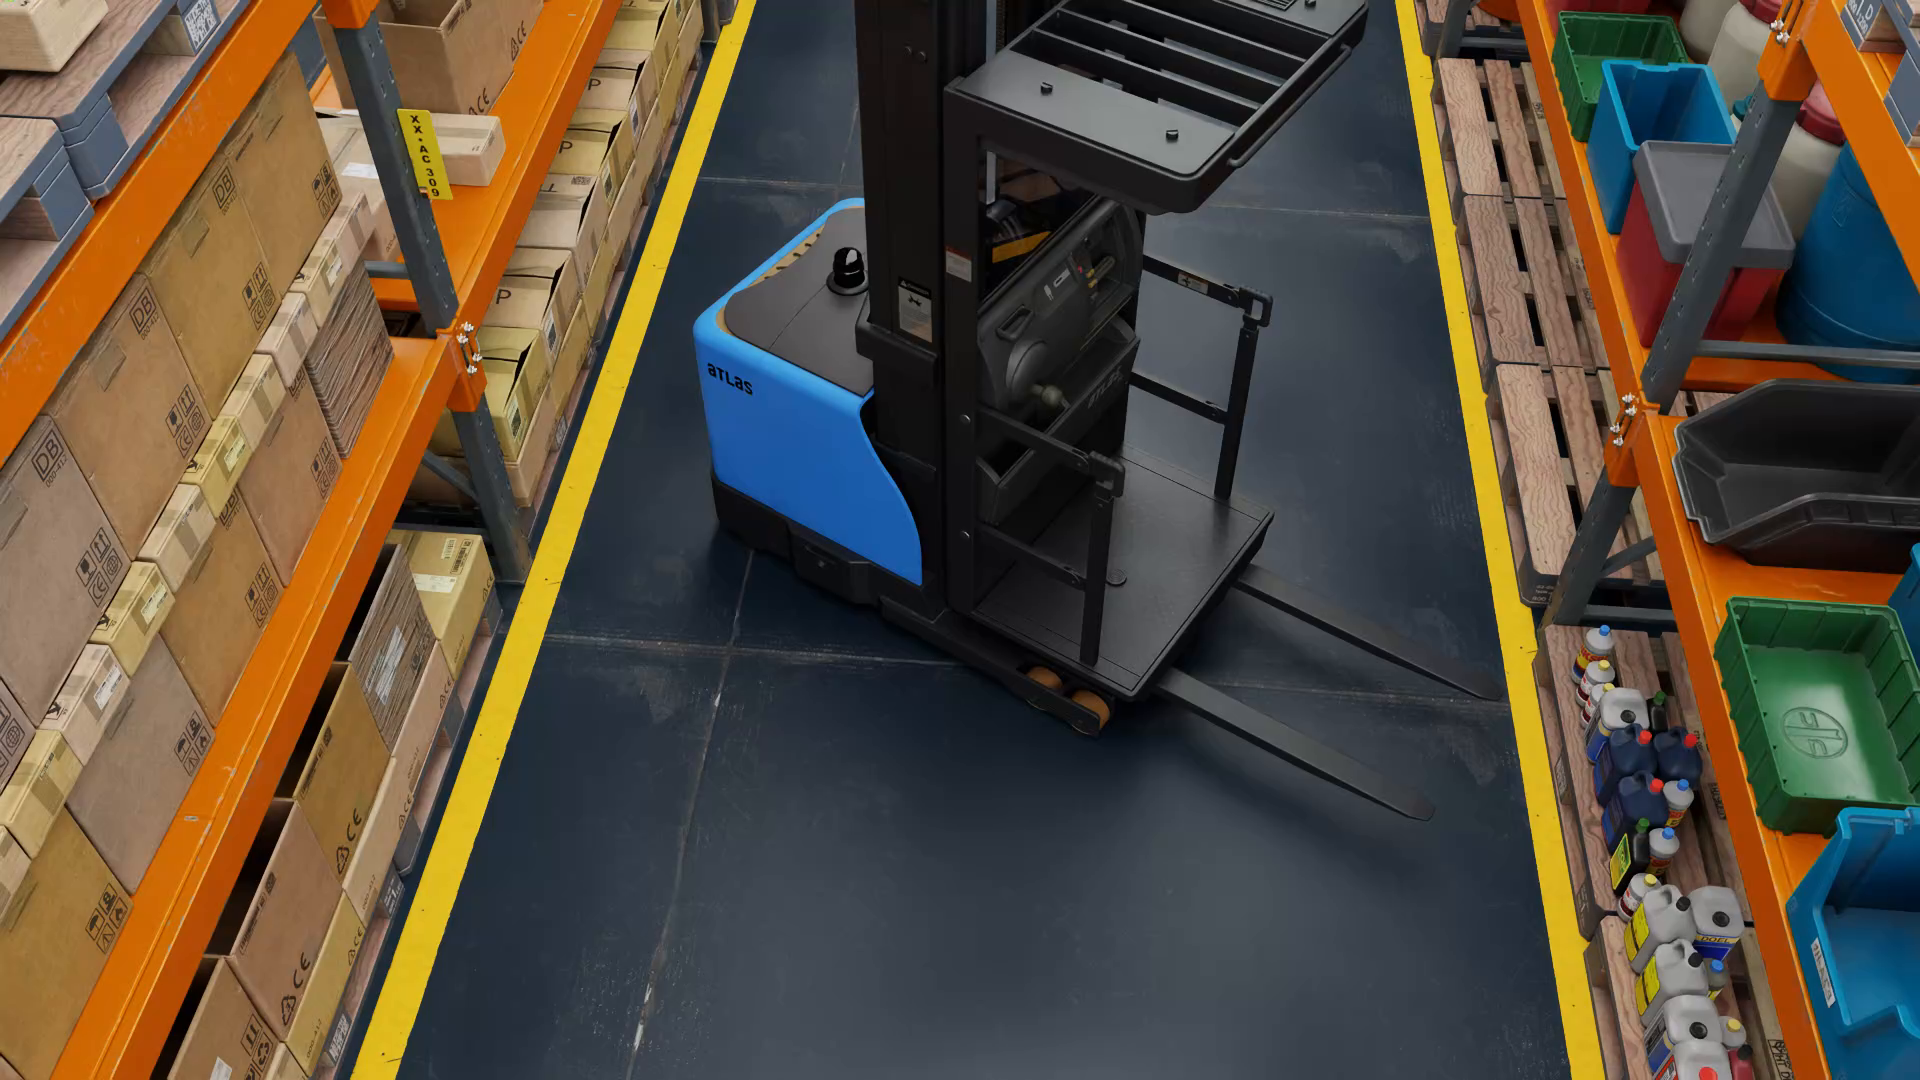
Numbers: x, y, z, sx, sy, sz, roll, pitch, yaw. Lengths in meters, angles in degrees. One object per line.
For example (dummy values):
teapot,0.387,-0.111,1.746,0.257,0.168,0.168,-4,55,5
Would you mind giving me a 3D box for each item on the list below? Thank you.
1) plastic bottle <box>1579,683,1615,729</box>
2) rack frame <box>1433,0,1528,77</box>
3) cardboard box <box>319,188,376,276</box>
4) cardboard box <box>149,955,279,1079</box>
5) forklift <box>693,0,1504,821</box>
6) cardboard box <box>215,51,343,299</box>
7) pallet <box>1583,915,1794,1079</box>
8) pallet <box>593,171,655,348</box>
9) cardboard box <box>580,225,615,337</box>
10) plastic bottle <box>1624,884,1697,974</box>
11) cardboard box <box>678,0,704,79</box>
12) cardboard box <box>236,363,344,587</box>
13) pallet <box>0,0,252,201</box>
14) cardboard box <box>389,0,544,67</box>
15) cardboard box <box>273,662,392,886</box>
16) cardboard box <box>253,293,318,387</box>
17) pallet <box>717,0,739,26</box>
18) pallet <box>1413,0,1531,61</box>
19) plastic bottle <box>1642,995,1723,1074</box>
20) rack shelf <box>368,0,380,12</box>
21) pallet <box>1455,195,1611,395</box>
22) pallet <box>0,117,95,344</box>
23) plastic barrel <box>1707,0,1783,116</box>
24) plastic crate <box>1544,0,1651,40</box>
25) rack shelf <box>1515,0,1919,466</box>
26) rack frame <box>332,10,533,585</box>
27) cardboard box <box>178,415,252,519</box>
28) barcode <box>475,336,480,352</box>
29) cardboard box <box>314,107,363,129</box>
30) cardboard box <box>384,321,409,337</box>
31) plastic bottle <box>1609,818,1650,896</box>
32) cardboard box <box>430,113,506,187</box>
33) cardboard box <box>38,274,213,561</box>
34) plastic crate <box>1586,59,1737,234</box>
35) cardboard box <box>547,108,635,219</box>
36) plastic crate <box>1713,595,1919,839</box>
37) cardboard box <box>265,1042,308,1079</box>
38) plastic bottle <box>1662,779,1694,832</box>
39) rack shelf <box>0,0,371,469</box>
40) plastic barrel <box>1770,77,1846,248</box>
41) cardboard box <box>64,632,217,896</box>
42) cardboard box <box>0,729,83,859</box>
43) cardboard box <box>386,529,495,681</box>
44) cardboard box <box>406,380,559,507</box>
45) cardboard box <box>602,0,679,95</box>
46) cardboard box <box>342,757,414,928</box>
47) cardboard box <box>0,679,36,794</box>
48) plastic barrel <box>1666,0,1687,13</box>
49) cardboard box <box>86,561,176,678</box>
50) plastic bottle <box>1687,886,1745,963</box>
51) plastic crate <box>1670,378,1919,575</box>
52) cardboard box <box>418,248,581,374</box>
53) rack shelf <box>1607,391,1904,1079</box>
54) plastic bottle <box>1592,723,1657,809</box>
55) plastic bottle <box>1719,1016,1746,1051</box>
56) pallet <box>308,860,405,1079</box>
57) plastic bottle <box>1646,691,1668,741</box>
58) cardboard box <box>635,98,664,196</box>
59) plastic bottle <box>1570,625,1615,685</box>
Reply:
plastic bottle,2.233,0.573,5.791,0.097,0.201,0.097,0,48,0
rack frame,3.082,-3.516,7.933,1.000,3.000,0.127,4,48,4
cardboard box,-2.026,-0.951,5.080,0.380,0.149,0.250,4,48,3
cardboard box,-2.233,1.445,4.466,0.500,0.500,0.500,4,48,4
forklift,0.514,-0.729,5.431,3.031,2.935,1.130,27,53,22
cardboard box,-2.249,-1.058,4.738,0.700,0.500,0.500,4,48,4
pallet,2.506,1.754,5.003,1.003,0.211,1.213,4,48,4
pallet,-2.078,-1.415,7.901,1.003,0.211,1.213,4,48,4
cardboard box,-1.839,-1.163,7.359,0.500,0.250,0.500,3,48,2
plastic bottle,2.175,1.185,5.131,0.144,0.351,0.185,4,48,3
cardboard box,-1.655,-2.663,8.732,0.500,0.250,0.500,5,48,4
cardboard box,-2.291,-0.232,4.862,0.700,0.500,0.500,3,48,3
pallet,-2.267,-1.267,3.903,1.003,0.211,1.213,4,48,4
cardboard box,-2.035,-2.265,6.721,0.500,0.500,0.500,4,48,4
cardboard box,-2.138,0.710,5.138,0.500,0.500,0.500,4,48,4
cardboard box,-2.072,-0.577,4.738,0.380,0.149,0.250,3,48,2
pallet,-1.745,-3.457,9.769,1.003,0.211,1.213,4,48,4
pallet,3.112,-3.157,9.495,1.003,0.211,1.213,4,48,4
plastic bottle,2.147,1.469,4.922,0.152,0.276,0.135,3,48,2
rack shelf,-2.033,-3.152,6.055,1.077,0.370,4.000,4,48,4
pallet,2.859,-1.115,7.626,1.003,0.211,1.213,4,48,4
pallet,-2.381,-0.373,3.085,1.003,0.211,1.213,4,48,4
plastic barrel,3.090,-1.850,6.317,0.433,0.535,0.433,0,48,0
plastic crate,2.630,-2.371,6.842,0.402,0.464,0.583,4,48,4
rack shelf,2.900,-1.804,6.855,1.077,0.370,4.000,4,48,4
rack frame,-2.215,-0.913,5.552,1.000,3.000,0.127,4,48,4
cardboard box,-2.121,-0.204,4.396,0.380,0.149,0.250,4,48,3
barcode,-1.777,-0.701,6.104,0.001,0.075,0.075,4,48,4
cardboard box,-2.318,-1.526,6.204,0.396,0.266,0.258,3,48,3
cardboard box,-2.464,-0.633,6.495,0.500,0.311,0.500,4,48,4
plastic bottle,2.157,1.014,5.333,0.061,0.283,0.133,6,48,5
cardboard box,-1.931,-1.465,6.228,0.380,0.149,0.250,4,48,4
cardboard box,-2.340,-0.319,4.062,0.700,0.500,0.500,4,48,4
plastic crate,2.508,-1.403,6.011,0.392,0.384,0.575,4,48,4
cardboard box,-1.790,-1.733,7.501,0.500,0.311,0.500,5,48,5
plastic crate,2.313,0.473,4.428,0.450,0.188,0.662,4,48,4
cardboard box,-2.221,1.699,4.742,0.500,0.250,0.500,4,48,4
plastic bottle,2.338,0.875,5.468,0.097,0.271,0.097,0,48,0
rack shelf,-2.397,-0.213,3.367,1.077,0.370,4.000,4,48,4
plastic barrel,3.023,-1.311,5.824,0.433,0.535,0.433,0,48,0
cardboard box,-2.386,0.513,4.180,0.700,0.500,0.500,5,48,5
cardboard box,-2.214,0.553,3.704,0.380,0.149,0.250,3,48,3
cardboard box,-2.040,0.229,6.087,0.500,0.250,0.500,4,48,4
cardboard box,-1.931,-0.406,6.668,0.500,0.250,0.500,3,48,3
cardboard box,-1.694,-2.471,8.176,0.500,0.311,0.500,3,48,3
cardboard box,-2.126,0.964,5.414,0.500,0.250,0.500,4,48,4
cardboard box,-2.432,0.417,3.389,0.700,0.500,0.500,4,48,4
plastic barrel,3.163,-2.474,6.904,0.421,0.512,0.421,0,48,0
cardboard box,-2.165,0.177,4.048,0.380,0.149,0.250,5,48,5
plastic bottle,2.325,1.202,5.166,0.152,0.276,0.135,4,48,4
plastic crate,2.543,-0.180,4.924,0.767,0.338,0.504,4,48,4
cardboard box,-1.878,-0.970,6.803,0.500,0.311,0.500,3,48,3
rack shelf,2.535,1.135,4.166,1.077,0.370,4.000,4,48,4
plastic bottle,2.231,0.734,5.543,0.144,0.351,0.185,5,48,5
plastic bottle,2.273,1.489,4.954,0.097,0.201,0.097,0,48,0
pallet,-2.438,1.509,5.227,1.003,0.211,1.213,4,48,4
plastic bottle,2.356,0.642,5.673,0.061,0.283,0.133,4,48,4
cardboard box,-1.748,-1.915,8.047,0.500,0.250,0.500,5,48,4
plastic bottle,2.252,0.400,5.902,0.097,0.271,0.097,0,48,0
